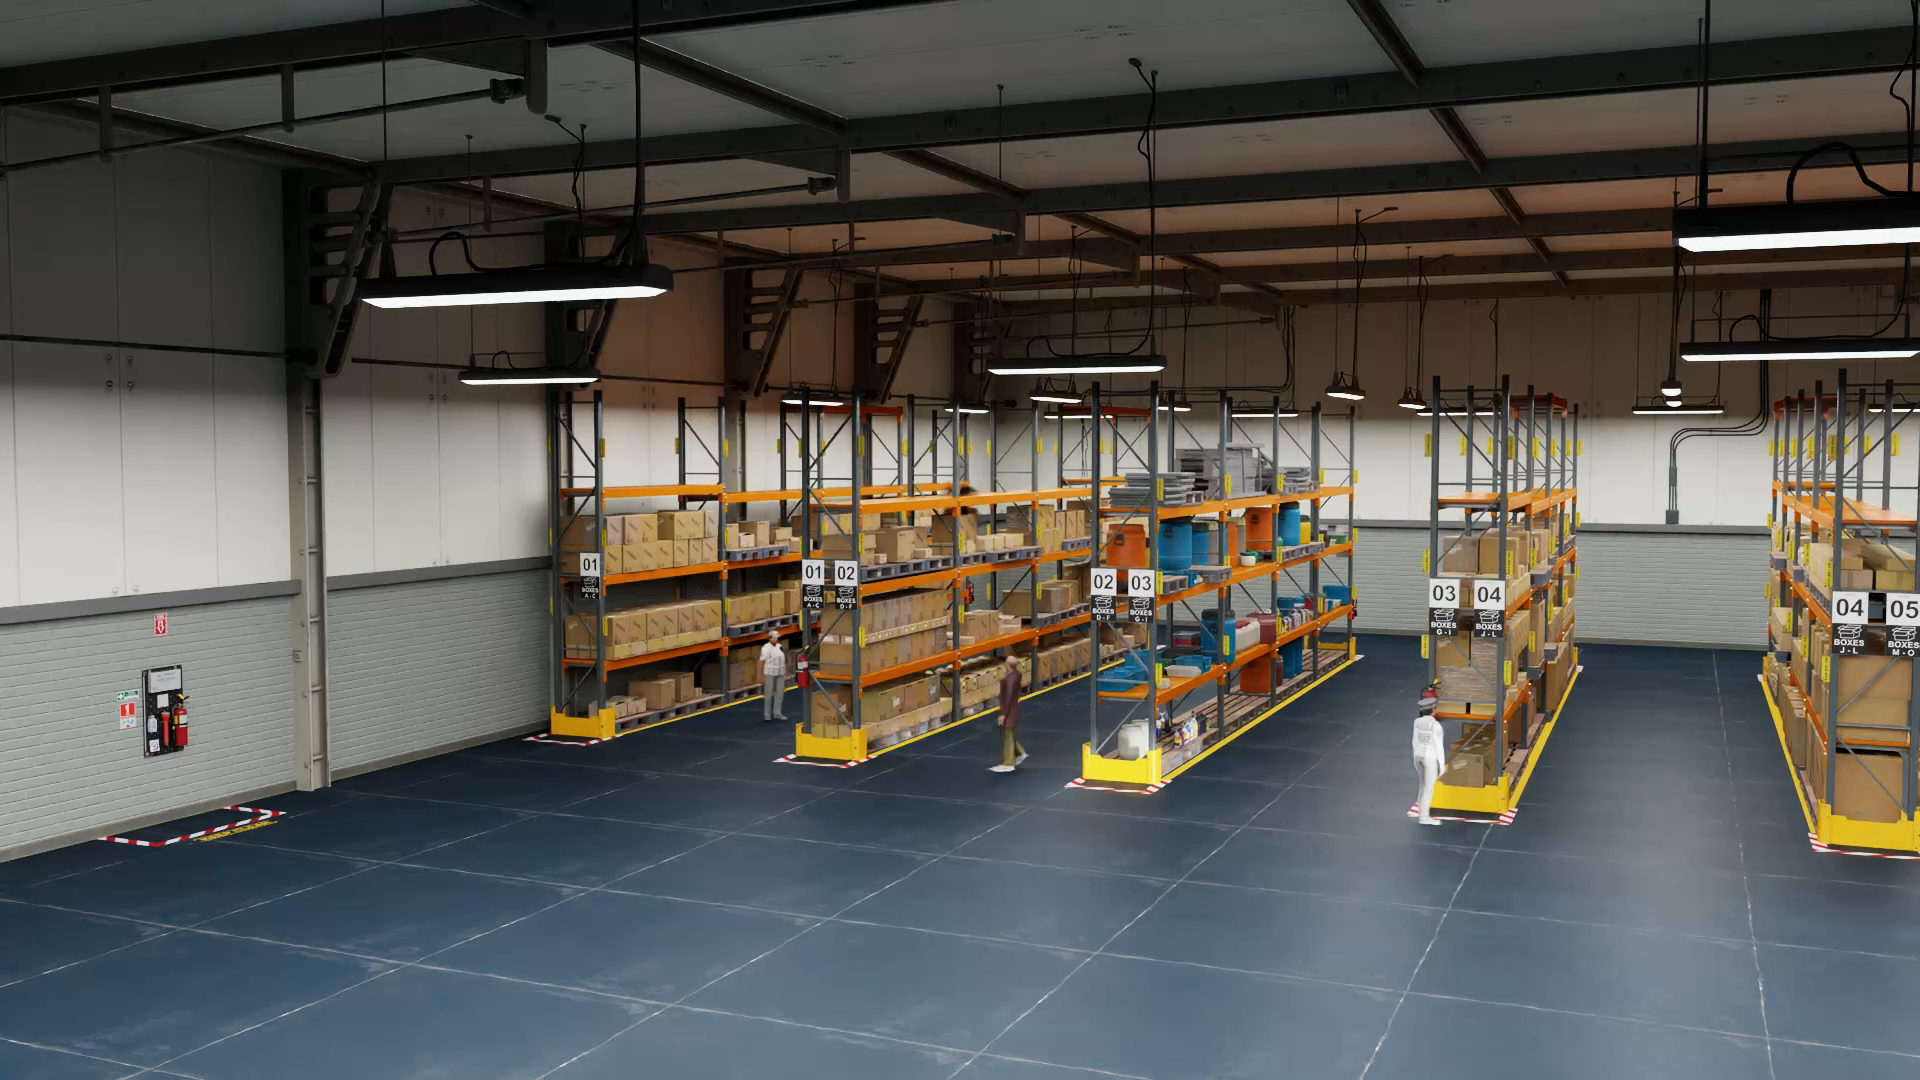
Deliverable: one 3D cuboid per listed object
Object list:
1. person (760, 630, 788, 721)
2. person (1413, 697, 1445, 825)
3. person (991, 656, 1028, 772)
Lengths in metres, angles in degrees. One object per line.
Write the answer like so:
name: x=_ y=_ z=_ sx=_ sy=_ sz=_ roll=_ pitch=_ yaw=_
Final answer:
person: x=-3.417 y=2.486 z=30.555 sx=0.583 sy=1.668 sz=0.399 roll=-3 pitch=4 yaw=-43
person: x=6.295 y=2.950 z=22.171 sx=0.443 sy=1.705 sz=0.550 roll=-1 pitch=3 yaw=-23
person: x=0.773 y=2.677 z=25.819 sx=0.553 sy=1.779 sz=0.661 roll=0 pitch=3 yaw=5
